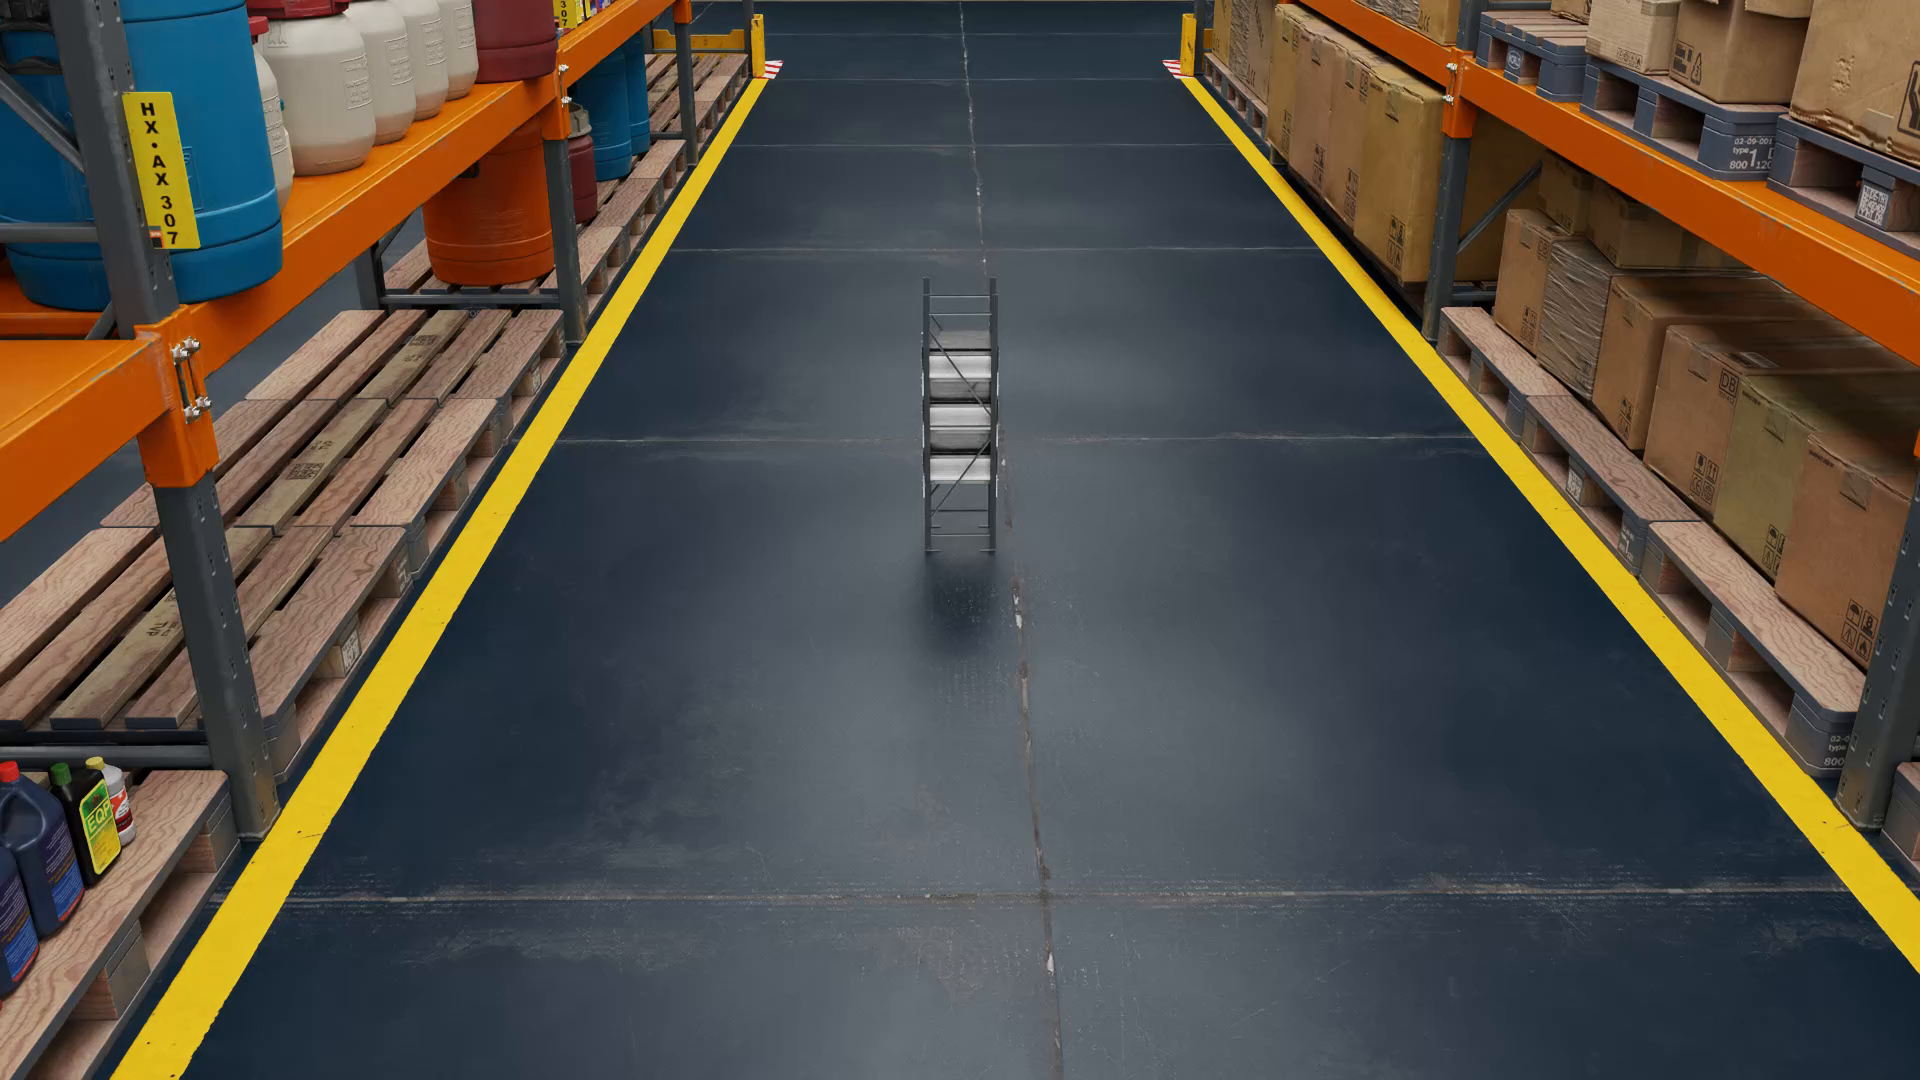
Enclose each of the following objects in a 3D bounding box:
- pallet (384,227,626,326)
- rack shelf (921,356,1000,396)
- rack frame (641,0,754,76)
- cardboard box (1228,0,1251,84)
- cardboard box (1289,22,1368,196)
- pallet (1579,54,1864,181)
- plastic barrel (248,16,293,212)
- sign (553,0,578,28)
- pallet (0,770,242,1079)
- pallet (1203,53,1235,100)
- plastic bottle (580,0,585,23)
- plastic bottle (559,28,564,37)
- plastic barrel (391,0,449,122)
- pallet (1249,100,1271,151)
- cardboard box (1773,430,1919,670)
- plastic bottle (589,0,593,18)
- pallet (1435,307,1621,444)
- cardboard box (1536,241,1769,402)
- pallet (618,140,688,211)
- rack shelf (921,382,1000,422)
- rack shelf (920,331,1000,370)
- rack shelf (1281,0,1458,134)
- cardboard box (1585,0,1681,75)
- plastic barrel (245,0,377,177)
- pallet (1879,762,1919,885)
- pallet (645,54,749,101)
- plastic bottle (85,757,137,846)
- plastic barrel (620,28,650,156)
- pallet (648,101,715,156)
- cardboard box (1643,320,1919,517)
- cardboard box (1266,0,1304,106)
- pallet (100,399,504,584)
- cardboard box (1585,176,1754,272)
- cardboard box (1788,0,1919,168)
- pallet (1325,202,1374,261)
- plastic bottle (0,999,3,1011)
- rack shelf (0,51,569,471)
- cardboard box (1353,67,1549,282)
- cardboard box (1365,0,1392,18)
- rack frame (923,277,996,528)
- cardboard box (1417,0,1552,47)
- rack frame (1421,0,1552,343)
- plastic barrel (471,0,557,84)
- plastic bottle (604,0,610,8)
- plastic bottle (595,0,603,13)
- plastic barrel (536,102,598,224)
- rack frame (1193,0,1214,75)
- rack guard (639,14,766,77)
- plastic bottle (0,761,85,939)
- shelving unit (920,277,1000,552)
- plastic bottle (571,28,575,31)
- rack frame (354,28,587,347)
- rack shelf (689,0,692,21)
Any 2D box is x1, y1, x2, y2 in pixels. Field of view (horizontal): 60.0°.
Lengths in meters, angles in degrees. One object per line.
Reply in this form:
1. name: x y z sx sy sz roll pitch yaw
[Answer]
1. pallet: -2.313 -1.348 8.474 1.003 0.211 1.213 0 24 -1
2. rack shelf: 0.000 -0.547 5.512 0.258 0.077 0.200 0 24 -1
3. rack frame: -2.350 -5.590 14.471 1.000 3.000 0.127 0 24 -1
4. cardboard box: 2.700 -4.198 13.460 0.875 0.875 0.875 0 24 -1
5. cardboard box: 2.684 -2.556 9.830 1.225 0.875 0.875 -1 24 -2
6. pallet: 2.753 -1.413 5.467 1.003 0.211 1.213 0 24 -1
7. plastic barrel: -2.010 -1.103 4.383 0.433 0.535 0.433 0 24 0
8. sign: -1.712 -2.374 7.160 0.100 0.325 0.005 0 24 -1
9. pallet: -2.253 0.902 3.500 1.003 0.211 1.213 0 24 -1
10. pallet: 2.690 -4.013 14.367 1.003 0.211 1.213 0 24 -1
11. plastic bottle: -1.924 -2.677 8.269 0.097 0.201 0.097 0 24 0
12. plastic bottle: -1.919 -2.471 7.815 0.097 0.201 0.097 0 24 0
13. plastic barrel: -2.033 -1.748 5.840 0.421 0.512 0.421 0 24 0
14. pallet: 2.716 -3.008 12.144 1.003 0.211 1.213 0 24 -1
15. cardboard box: 2.749 0.018 4.571 0.700 0.500 0.500 -2 24 -5
16. plastic bottle: -1.927 -2.804 8.465 0.097 0.271 0.097 0 24 0
17. pallet: 2.697 -0.724 7.094 1.003 0.211 1.213 0 24 -1
18. cardboard box: 2.736 -0.873 6.540 0.700 0.500 0.500 -2 24 -5
19. pallet: -2.339 -2.353 10.697 1.003 0.211 1.213 0 24 -1
20. rack shelf: 0.000 -0.465 5.549 0.258 0.077 0.200 0 24 -1
21. rack shelf: 0.000 -0.629 5.474 0.258 0.077 0.200 0 24 -1
22. rack shelf: 2.668 -2.812 9.201 1.077 0.370 4.000 0 24 -1
23. cardboard box: 2.478 -1.747 5.646 0.500 0.250 0.500 -1 24 -2
24. plastic barrel: -2.018 -1.405 5.052 0.433 0.535 0.433 0 24 0
25. pallet: 2.776 0.879 3.550 1.003 0.211 1.213 0 24 -1
26. pallet: -2.380 -3.980 14.293 1.003 0.211 1.213 0 24 -1
27. plastic bottle: -1.903 0.577 3.696 0.097 0.201 0.097 0 24 0
28. plastic barrel: -2.317 -2.953 10.676 0.600 0.901 0.708 0 24 -1
29. pallet: -2.353 -2.974 12.070 1.003 0.211 1.213 0 24 -1
30. cardboard box: 2.756 -0.410 5.515 0.700 0.500 0.500 -2 24 -5
31. cardboard box: 2.719 -3.460 11.829 0.875 0.875 0.875 0 24 -1
32. pallet: -2.282 -0.202 5.941 1.003 0.211 1.213 0 24 -1
33. cardboard box: 2.743 -1.225 6.408 0.500 0.250 0.500 2 24 5
34. cardboard box: 2.865 -1.461 4.102 1.000 1.000 1.000 0 24 0
35. pallet: 2.747 -1.872 9.633 1.003 0.211 1.213 0 24 -1
36. plastic bottle: -1.878 0.802 3.100 0.061 0.283 0.133 1 24 3
37. rack shelf: -2.241 -1.142 5.508 1.077 0.370 4.000 0 24 -1
38. cardboard box: 2.703 -1.824 8.211 1.225 0.875 0.875 -1 24 -3
39. cardboard box: 2.429 -2.983 8.585 0.500 0.500 0.500 -1 24 -2
40. rack frame: -0.001 -0.455 5.665 0.240 0.900 0.006 0 24 -1
41. cardboard box: 2.437 -2.564 7.658 0.500 0.500 0.500 0 24 1
42. rack frame: 2.690 -2.316 7.231 1.000 3.000 0.127 0 24 -1
43. plastic barrel: -1.955 -2.166 6.734 0.600 0.536 0.708 0 24 -1
44. plastic bottle: -1.959 -2.989 8.868 0.152 0.276 0.135 0 24 -1
45. plastic bottle: -1.911 -2.897 8.657 0.061 0.283 0.133 0 24 -1
46. plastic barrel: -2.297 -2.053 9.067 0.600 0.588 0.708 0 24 -1
47. rack frame: 2.603 -5.613 14.520 1.000 3.000 0.127 0 24 -1
48. rack guard: -2.363 -4.461 15.007 1.175 0.500 0.348 0 24 -1
49. plastic bottle: -1.924 0.625 3.409 0.144 0.351 0.185 -1 24 -2
50. shelving unit: 0.000 -0.413 5.572 0.258 0.900 0.210 0 24 -1
51. plastic bottle: -1.949 -2.608 8.026 0.152 0.276 0.135 0 24 -1
52. rack frame: -2.263 -2.294 7.182 1.000 3.000 0.127 0 24 -1
53. rack shelf: -2.328 -4.438 12.797 1.077 0.370 4.000 0 24 -1
